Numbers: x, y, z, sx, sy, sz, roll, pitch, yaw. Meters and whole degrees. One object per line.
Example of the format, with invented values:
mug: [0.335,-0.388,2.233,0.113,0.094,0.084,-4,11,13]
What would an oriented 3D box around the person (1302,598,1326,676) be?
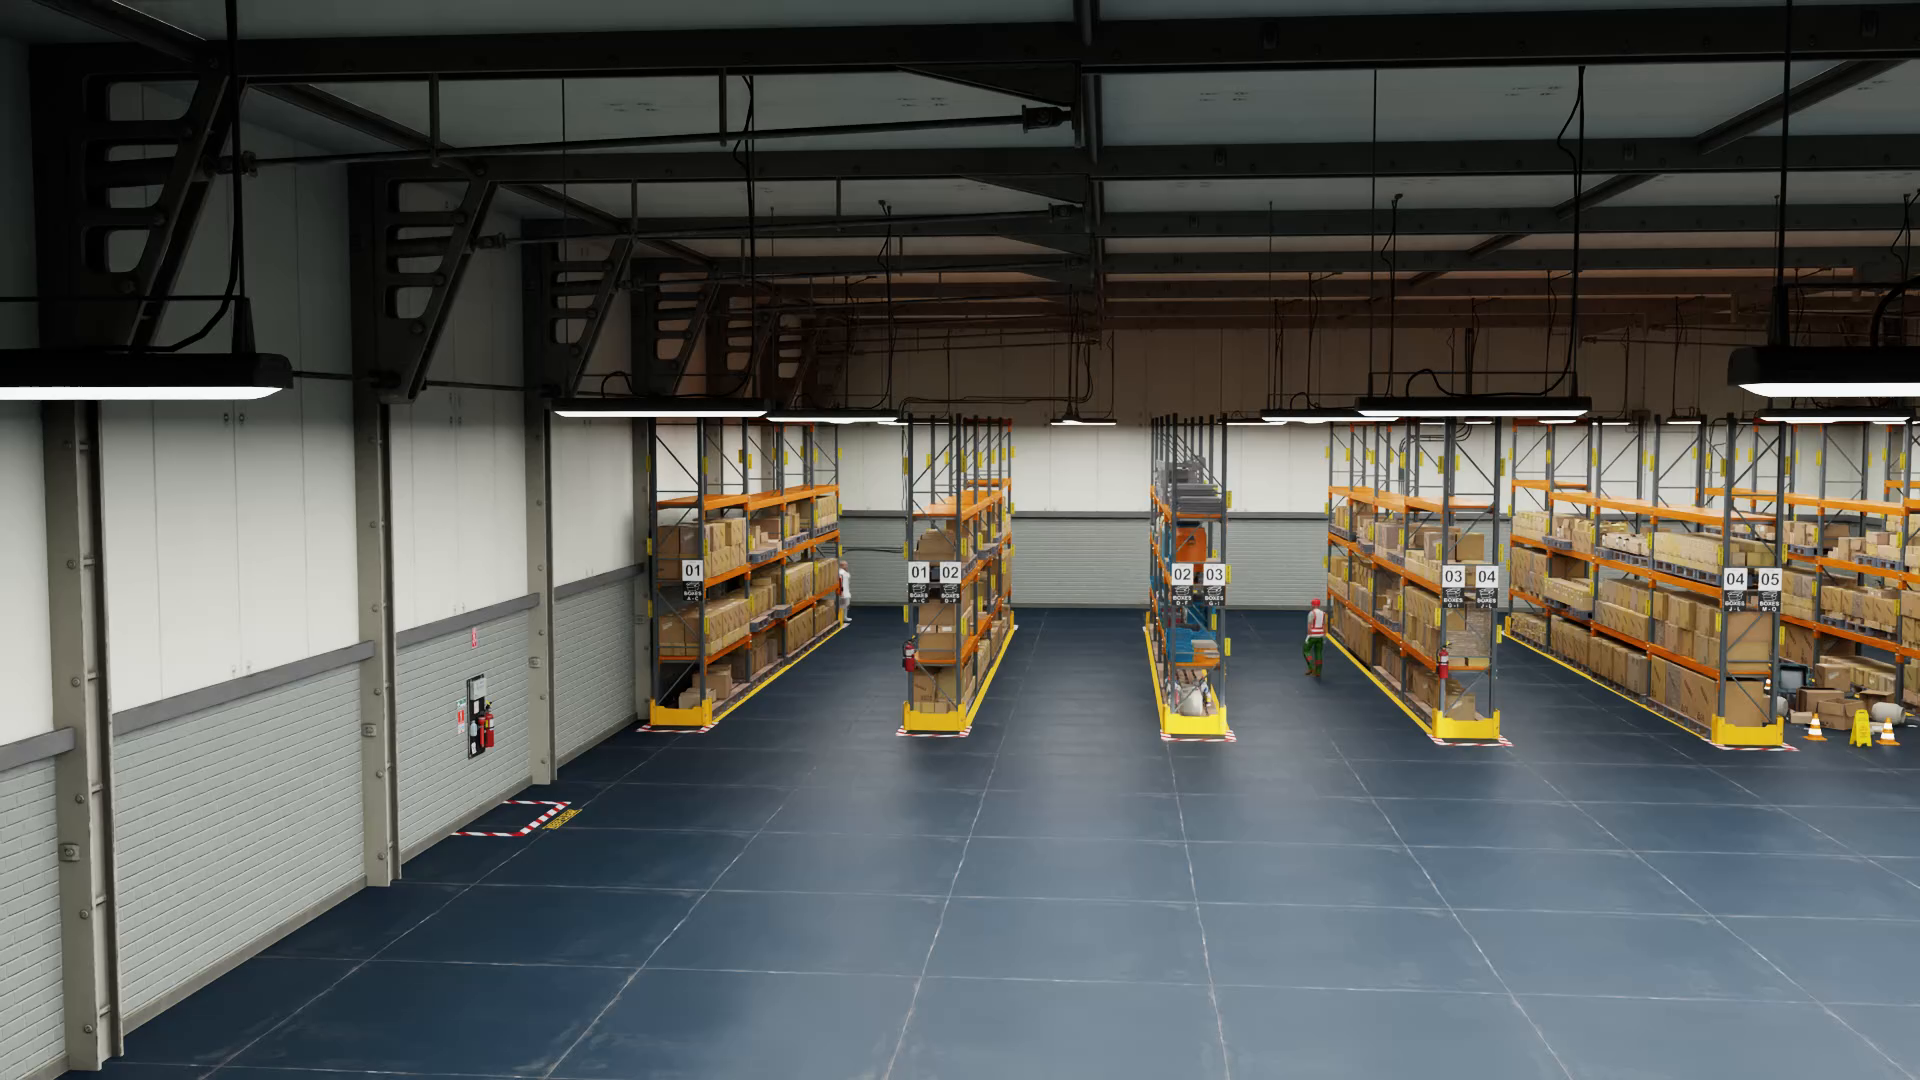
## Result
person: [8.205,2.239,38.446,0.592,1.785,0.408,-2,4,-25]

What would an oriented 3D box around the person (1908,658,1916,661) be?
person: [23.510,2.199,40.514,0.410,1.584,0.566,-1,4,-20]

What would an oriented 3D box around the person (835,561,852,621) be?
person: [-3.471,1.513,49.081,0.566,1.777,0.599,0,4,5]
